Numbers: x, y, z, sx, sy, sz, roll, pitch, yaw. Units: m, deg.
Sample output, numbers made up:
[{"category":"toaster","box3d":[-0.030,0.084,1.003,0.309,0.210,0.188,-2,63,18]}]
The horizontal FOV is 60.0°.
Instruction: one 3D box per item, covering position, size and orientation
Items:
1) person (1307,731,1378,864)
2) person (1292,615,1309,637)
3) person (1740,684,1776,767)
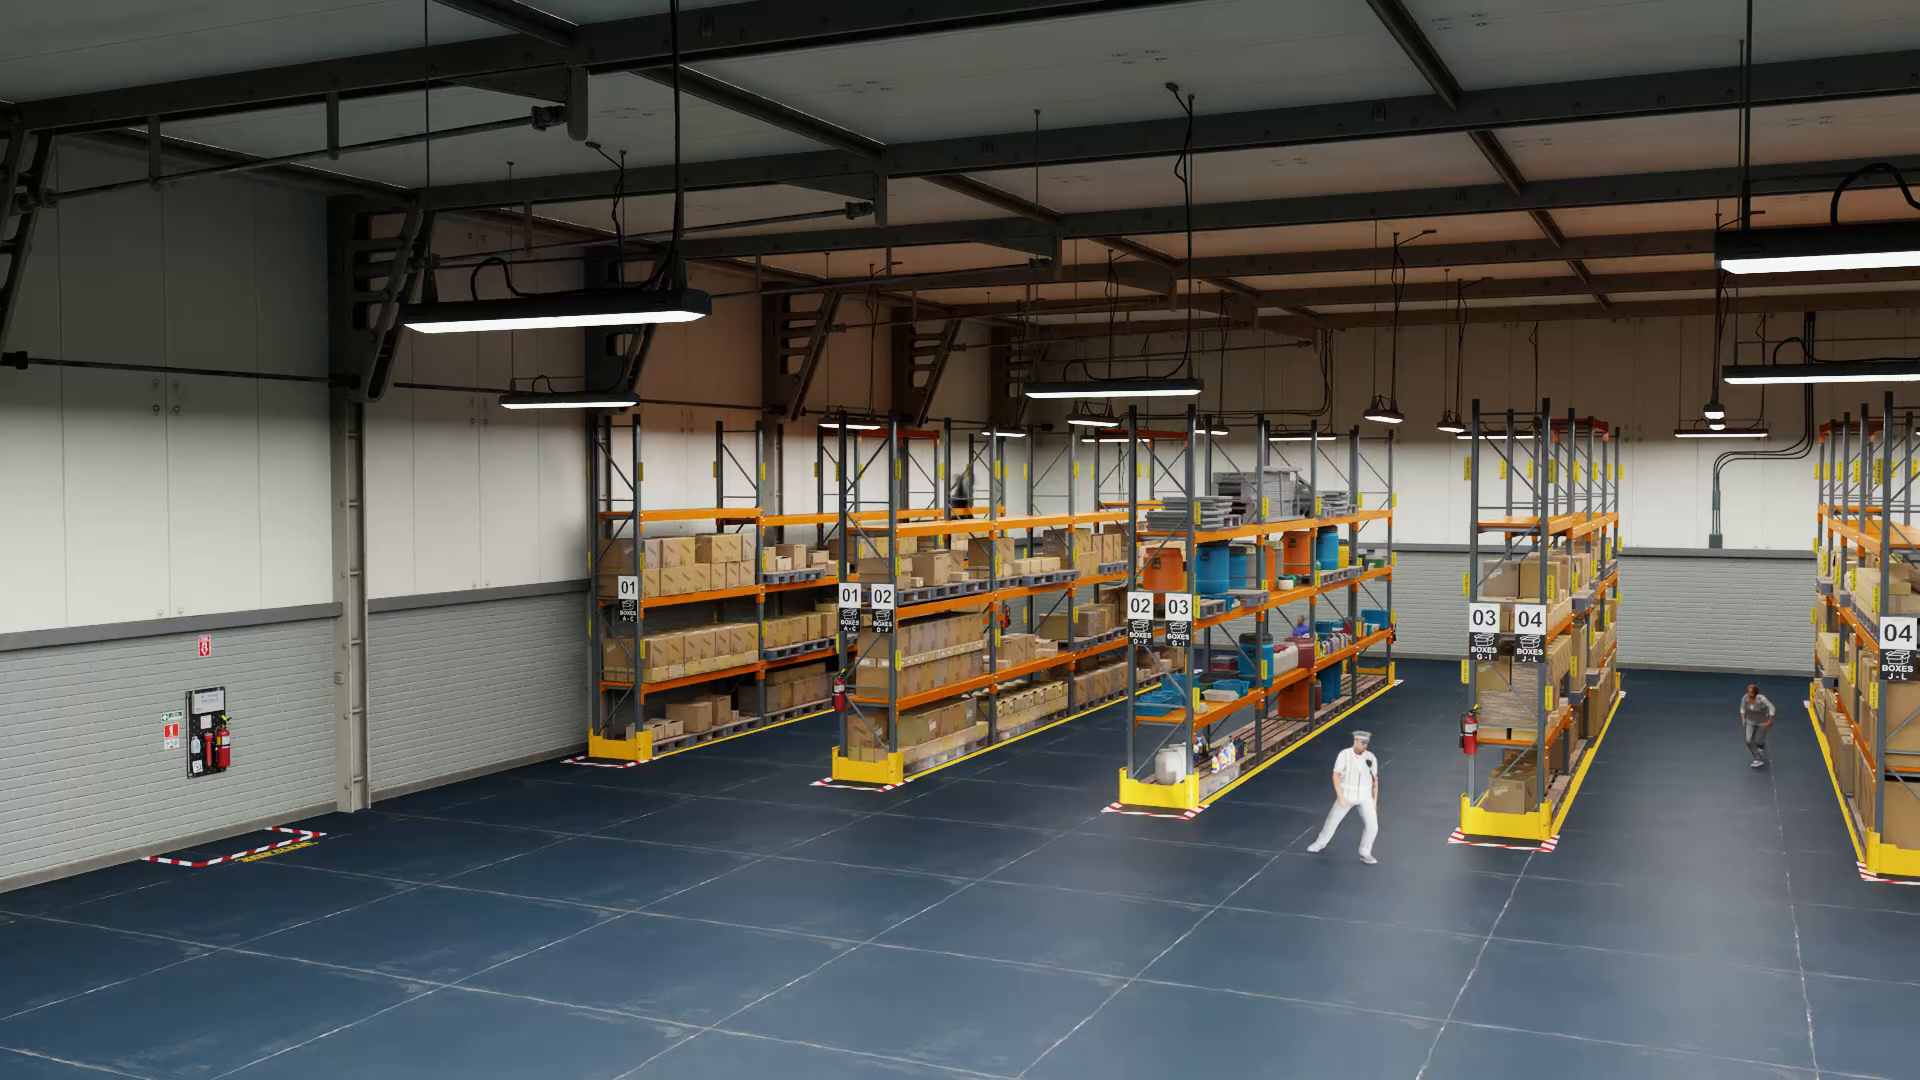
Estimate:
[{"category":"person","box3d":[4.938,3.271,21.433,0.847,1.686,0.731,0,2,0]},{"category":"person","box3d":[7.940,2.586,39.250,0.574,1.654,0.705,-2,3,-41]},{"category":"person","box3d":[13.555,3.134,28.224,0.554,1.425,0.848,2,3,40]}]
